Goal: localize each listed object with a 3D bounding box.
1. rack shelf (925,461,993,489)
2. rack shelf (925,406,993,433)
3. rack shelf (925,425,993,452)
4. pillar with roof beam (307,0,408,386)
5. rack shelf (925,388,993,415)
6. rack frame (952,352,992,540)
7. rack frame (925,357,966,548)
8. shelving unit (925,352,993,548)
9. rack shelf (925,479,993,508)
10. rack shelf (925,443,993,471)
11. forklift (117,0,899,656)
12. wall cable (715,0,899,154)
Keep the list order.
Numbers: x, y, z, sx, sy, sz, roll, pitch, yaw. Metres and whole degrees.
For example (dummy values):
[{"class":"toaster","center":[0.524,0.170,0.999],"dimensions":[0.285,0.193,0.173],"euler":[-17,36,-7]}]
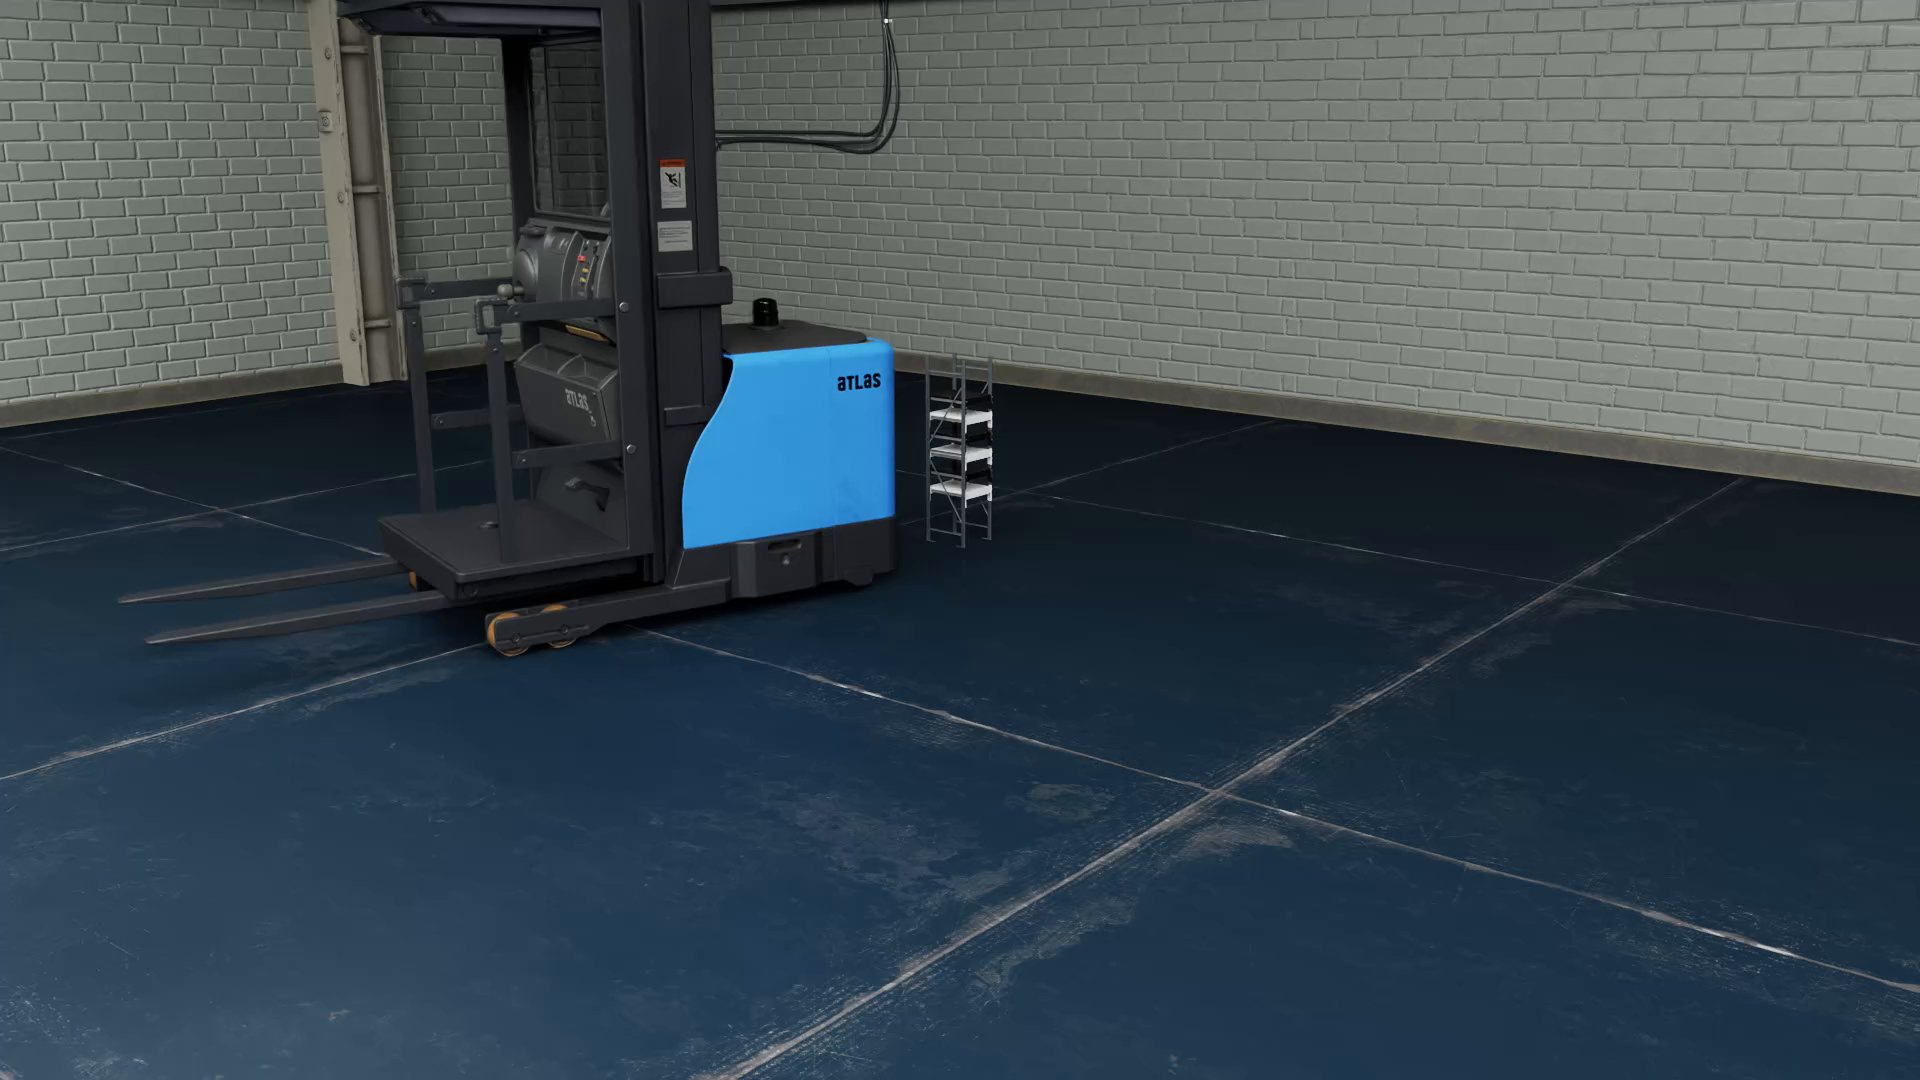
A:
[{"class":"rack shelf","center":[-0.005,-0.315,8.036],"dimensions":[0.258,0.077,0.200],"euler":[11,18,38]},{"class":"rack shelf","center":[-0.005,-0.577,7.970],"dimensions":[0.258,0.077,0.200],"euler":[11,18,38]},{"class":"rack shelf","center":[-0.005,-0.490,7.992],"dimensions":[0.258,0.077,0.200],"euler":[11,18,38]},{"class":"pillar with roof beam","center":[-1.231,-4.940,9.294],"dimensions":[9.100,9.000,0.400],"euler":[11,18,38]},{"class":"rack shelf","center":[-0.005,-0.664,7.948],"dimensions":[0.258,0.077,0.200],"euler":[11,18,38]},{"class":"rack frame","center":[0.059,-0.454,8.083],"dimensions":[0.240,0.900,0.006],"euler":[11,18,38]},{"class":"rack frame","center":[-0.069,-0.415,7.929],"dimensions":[0.240,0.900,0.006],"euler":[11,18,38]},{"class":"shelving unit","center":[-0.005,-0.435,8.006],"dimensions":[0.258,0.900,0.210],"euler":[11,18,38]},{"class":"rack shelf","center":[-0.005,-0.228,8.059],"dimensions":[0.258,0.077,0.200],"euler":[11,18,38]},{"class":"rack shelf","center":[-0.005,-0.402,8.014],"dimensions":[0.258,0.077,0.200],"euler":[11,18,38]},{"class":"forklift","center":[-1.773,-1.122,6.588],"dimensions":[3.031,2.935,1.130],"euler":[-10,17,-33]},{"class":"wall cable","center":[-1.700,-4.461,13.714],"dimensions":[3.097,2.526,0.112],"euler":[11,18,38]}]
